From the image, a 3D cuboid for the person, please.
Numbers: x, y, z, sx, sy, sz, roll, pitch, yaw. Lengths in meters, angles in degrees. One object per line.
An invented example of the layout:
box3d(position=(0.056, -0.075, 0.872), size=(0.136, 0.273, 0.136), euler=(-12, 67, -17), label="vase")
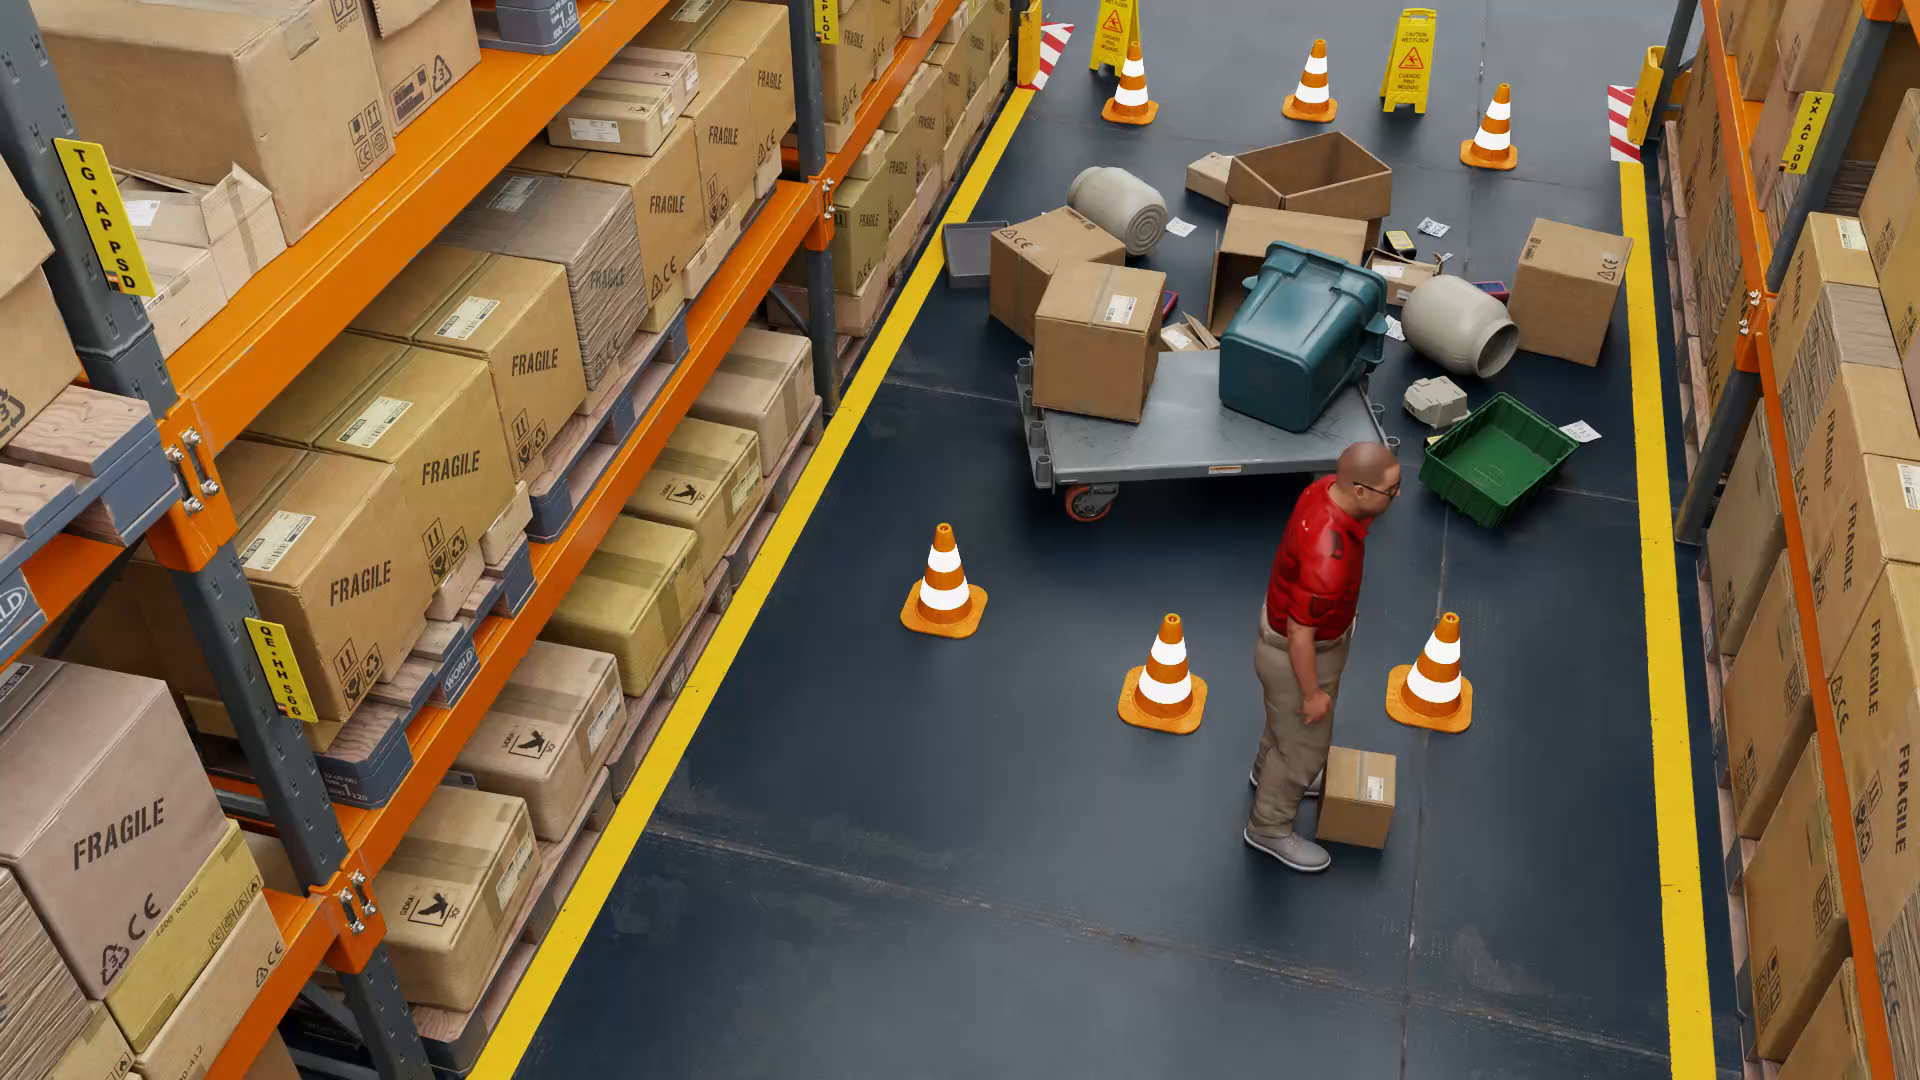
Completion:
box3d(position=(1.225, 0.366, 5.743), size=(0.395, 1.727, 0.587), euler=(10, 42, 12), label="person")
